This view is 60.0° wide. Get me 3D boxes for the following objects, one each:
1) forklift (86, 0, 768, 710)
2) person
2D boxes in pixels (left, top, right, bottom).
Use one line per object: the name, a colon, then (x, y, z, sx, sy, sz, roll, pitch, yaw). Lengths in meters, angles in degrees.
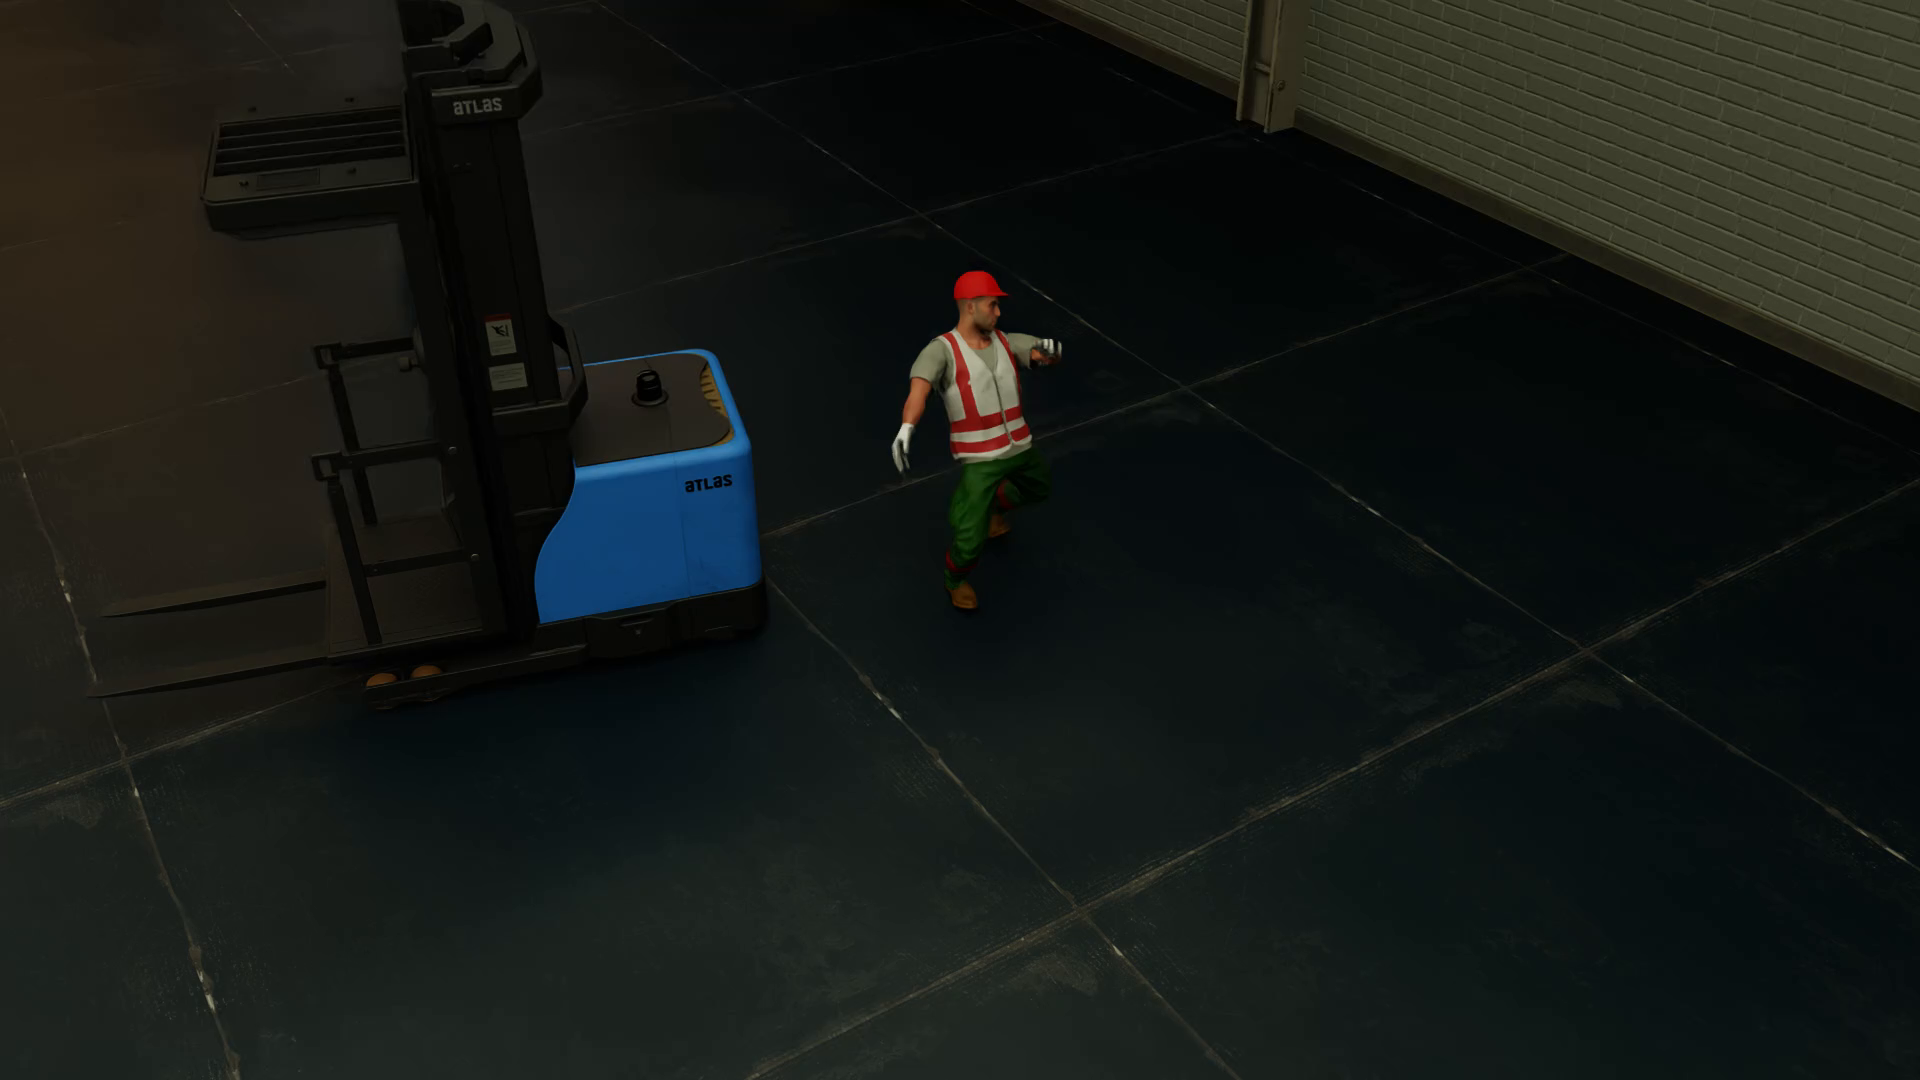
forklift: (-2.504, -0.765, 7.237, 3.031, 2.935, 1.130, -10, 36, -14)
person: (0.046, -0.373, 7.853, 0.779, 1.540, 1.042, 29, 45, 35)
